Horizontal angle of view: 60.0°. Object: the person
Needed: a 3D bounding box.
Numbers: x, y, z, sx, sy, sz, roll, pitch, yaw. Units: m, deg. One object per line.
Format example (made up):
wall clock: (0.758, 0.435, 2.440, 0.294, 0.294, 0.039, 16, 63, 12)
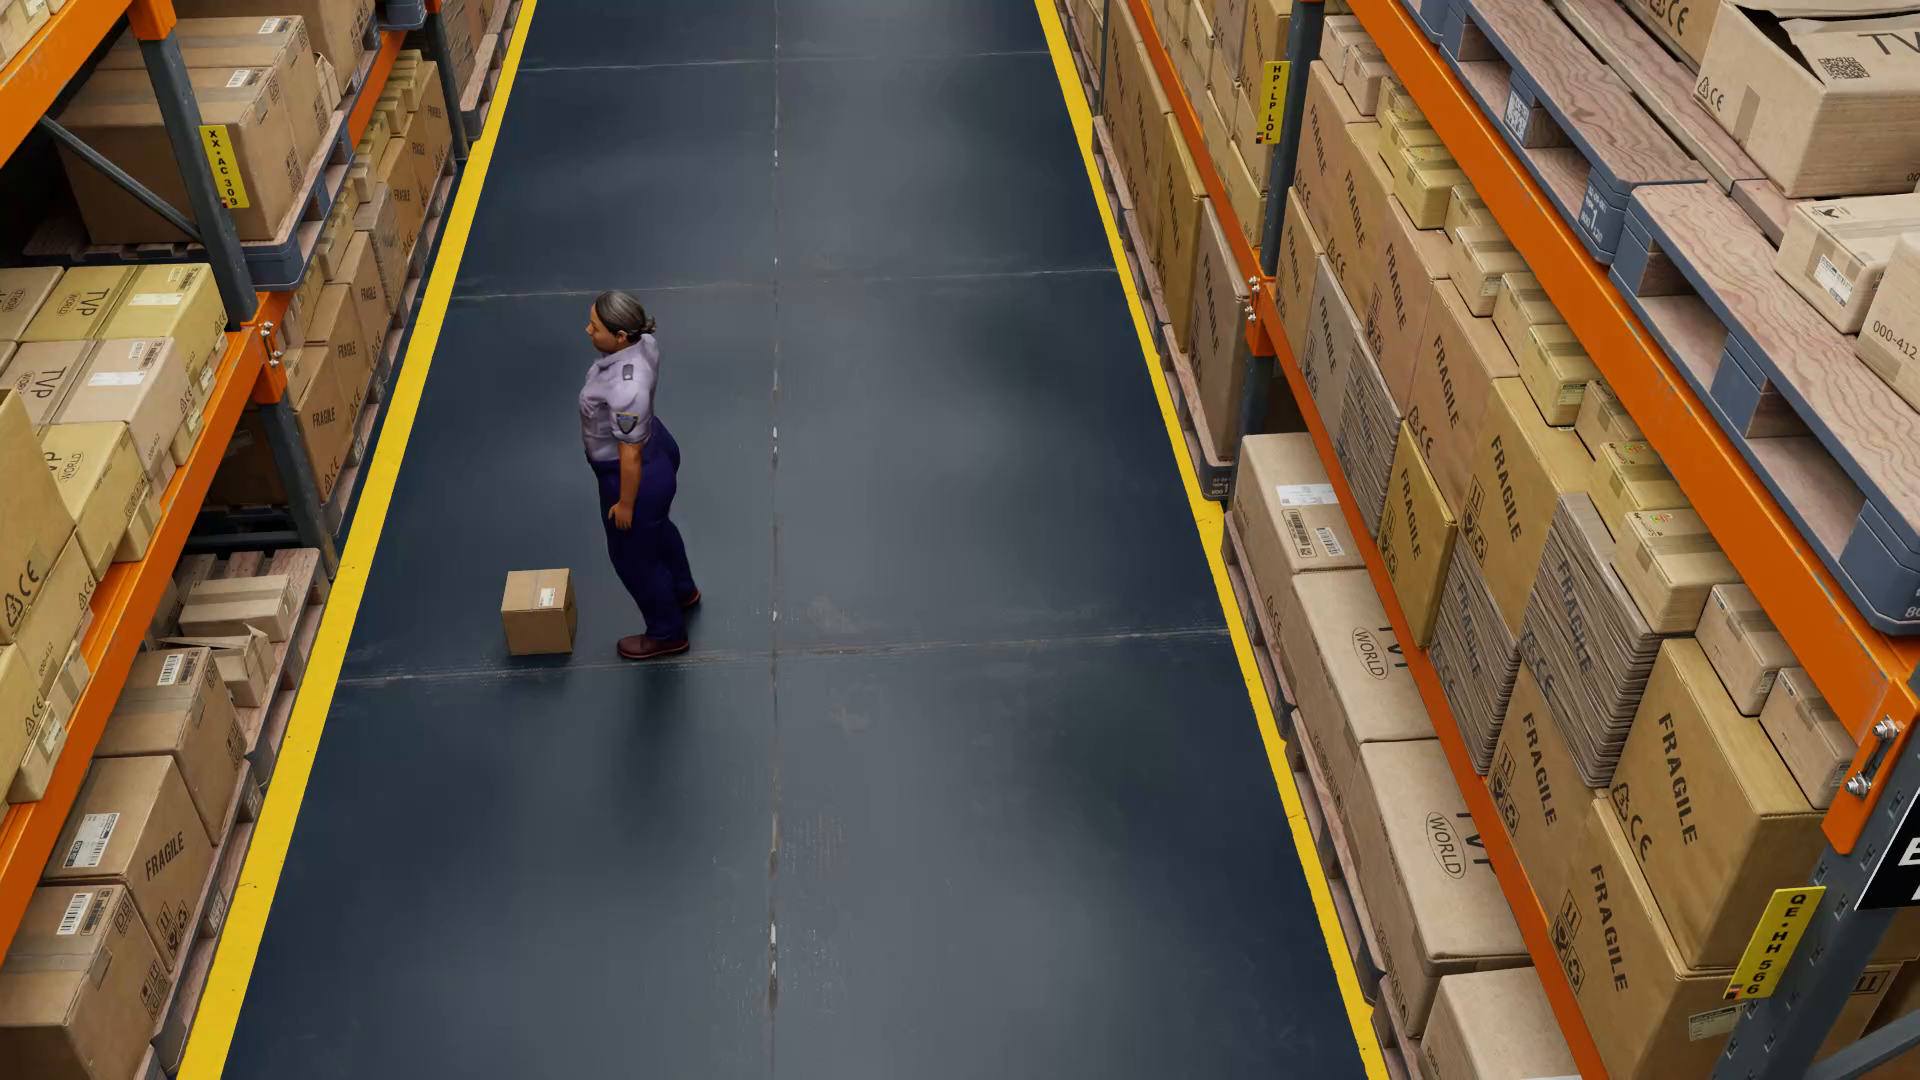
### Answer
person: (-1.269, -0.238, 6.492, 0.344, 1.685, 0.462, -2, 39, -3)
